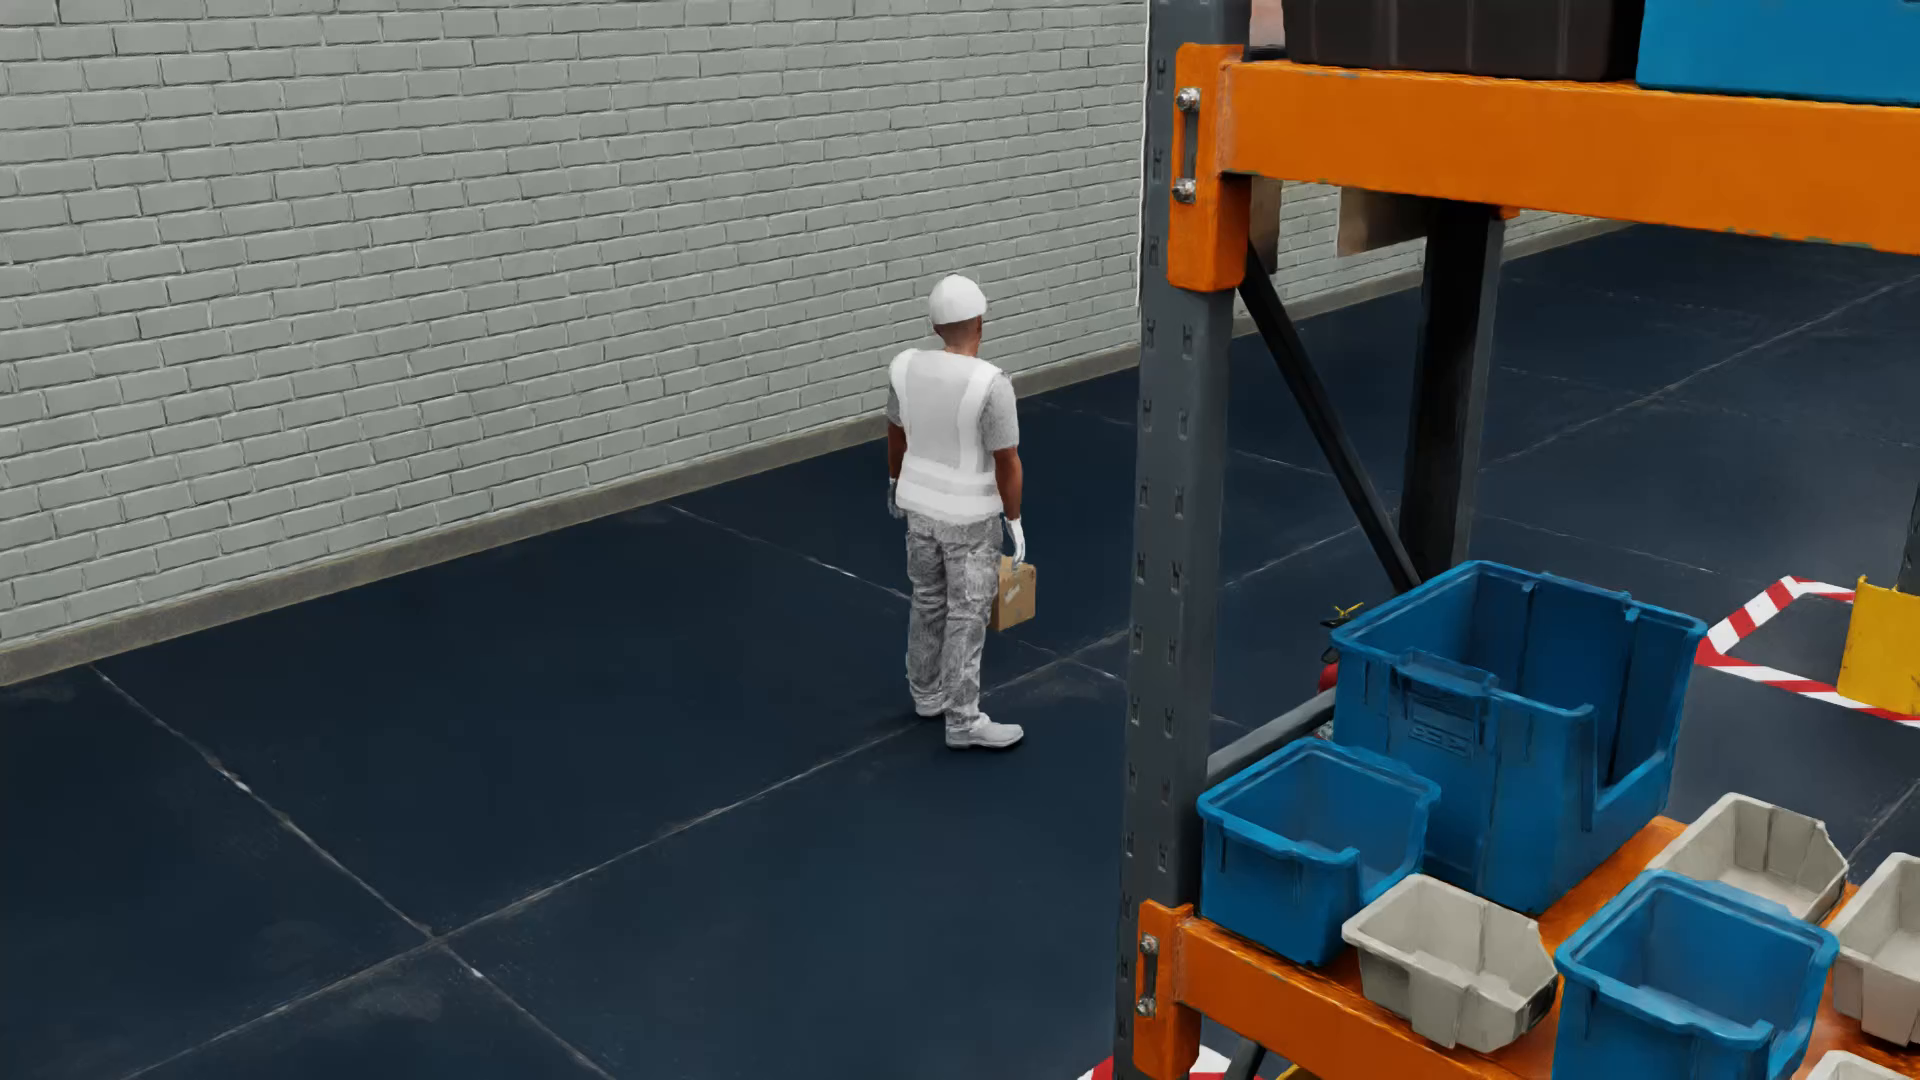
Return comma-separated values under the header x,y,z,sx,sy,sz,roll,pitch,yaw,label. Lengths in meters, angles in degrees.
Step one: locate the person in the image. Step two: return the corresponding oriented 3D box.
x,y,z,sx,sy,sz,roll,pitch,yaw,label
-0.027,-0.126,6.322,0.680,1.787,0.458,15,25,35,person
